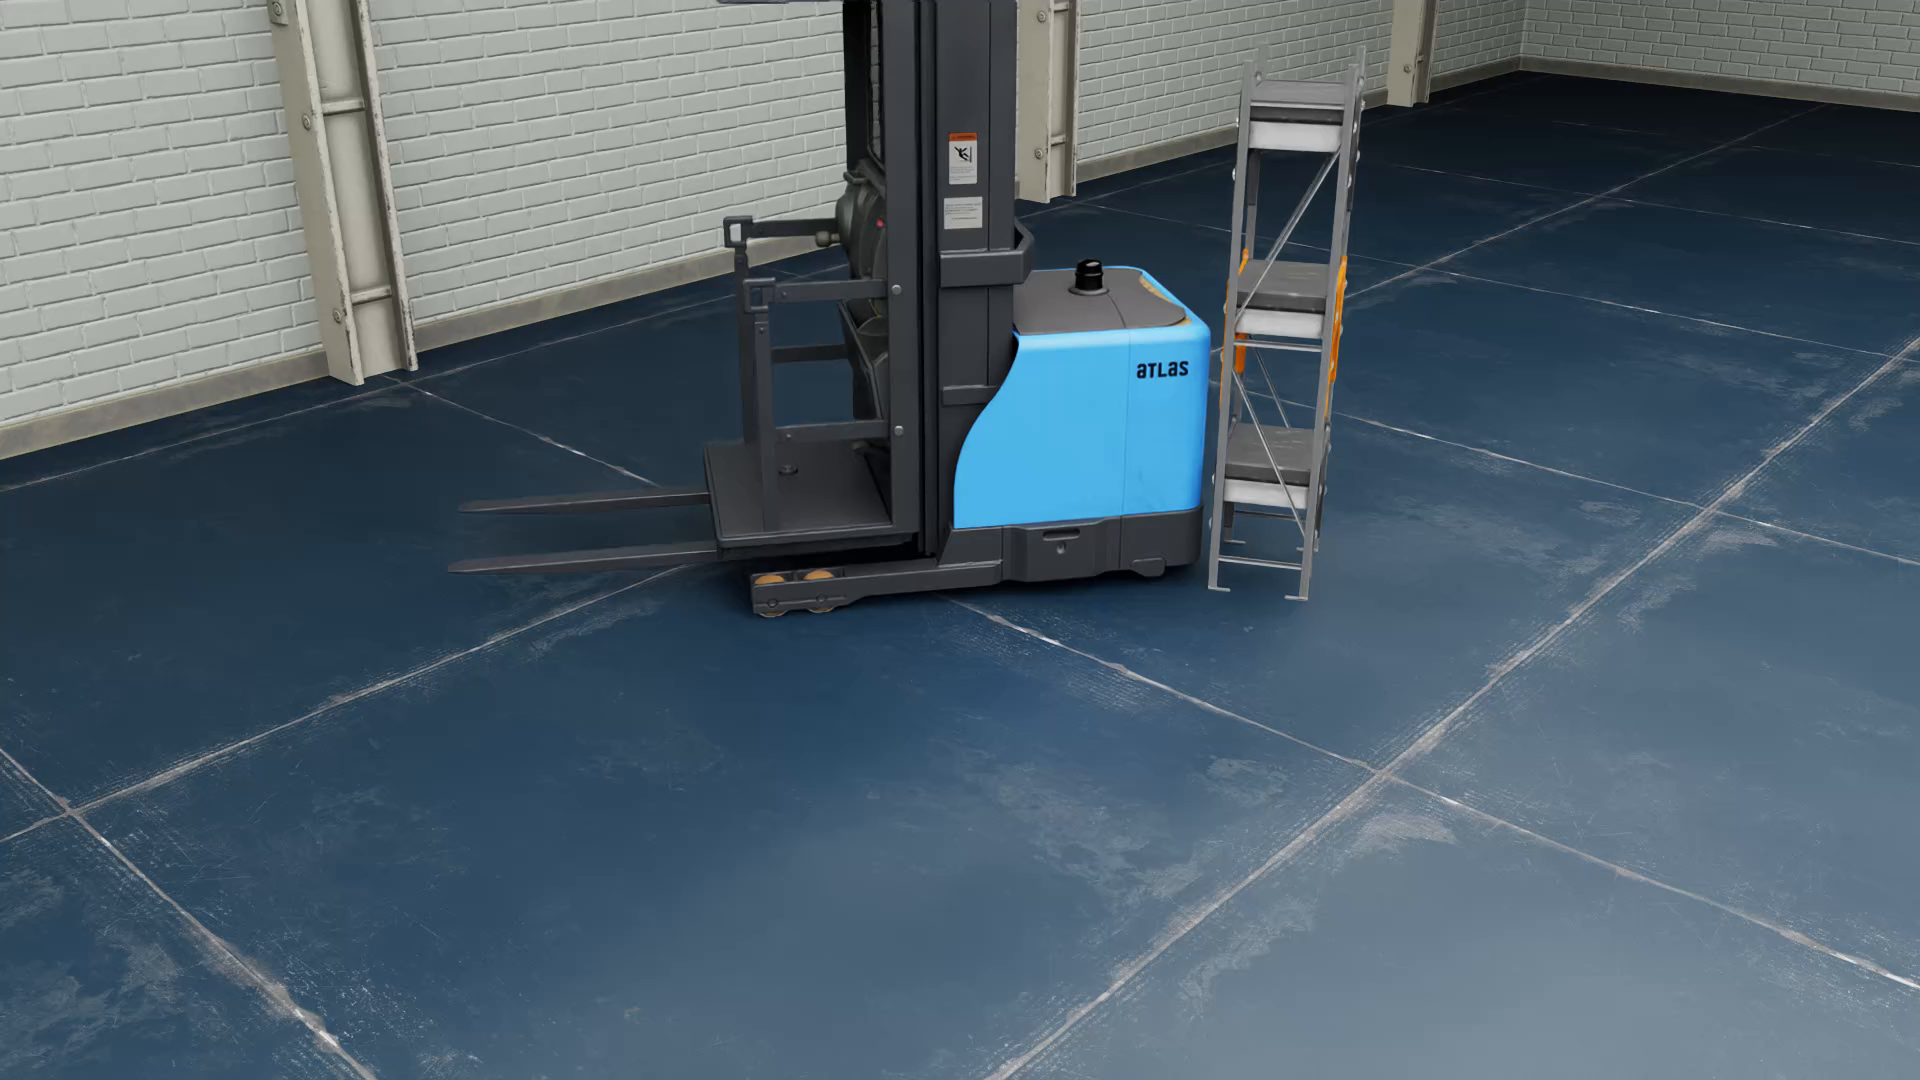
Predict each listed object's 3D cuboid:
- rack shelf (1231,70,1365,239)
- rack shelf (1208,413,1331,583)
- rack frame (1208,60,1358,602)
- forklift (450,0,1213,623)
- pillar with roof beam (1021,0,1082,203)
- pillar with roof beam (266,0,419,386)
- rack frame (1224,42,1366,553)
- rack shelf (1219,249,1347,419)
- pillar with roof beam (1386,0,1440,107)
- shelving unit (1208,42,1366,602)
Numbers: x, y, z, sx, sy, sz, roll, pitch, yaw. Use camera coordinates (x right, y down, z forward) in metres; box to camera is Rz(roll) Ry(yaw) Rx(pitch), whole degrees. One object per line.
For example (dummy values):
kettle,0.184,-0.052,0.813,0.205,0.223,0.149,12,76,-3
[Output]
rack shelf,1.273,-1.457,6.255,0.431,0.518,0.480,7,25,14
rack shelf,1.273,-0.179,6.827,0.431,0.518,0.480,7,25,14
rack frame,1.207,-0.734,6.321,0.400,2.100,0.015,7,25,14
forklift,-0.559,-1.251,6.457,3.031,2.935,1.130,-6,25,-13
pillar with roof beam,3.904,-5.709,8.983,9.100,9.000,0.400,20,31,38
pillar with roof beam,-0.100,-3.881,4.906,9.100,9.000,0.400,20,31,38
rack frame,1.340,-0.926,6.750,0.400,2.100,0.015,7,25,14
rack shelf,1.273,-0.818,6.541,0.431,0.518,0.480,7,25,14
pillar with roof beam,7.909,-7.537,13.060,9.100,9.000,0.400,20,31,38
shelving unit,1.273,-0.830,6.535,0.431,2.100,0.503,7,25,14
